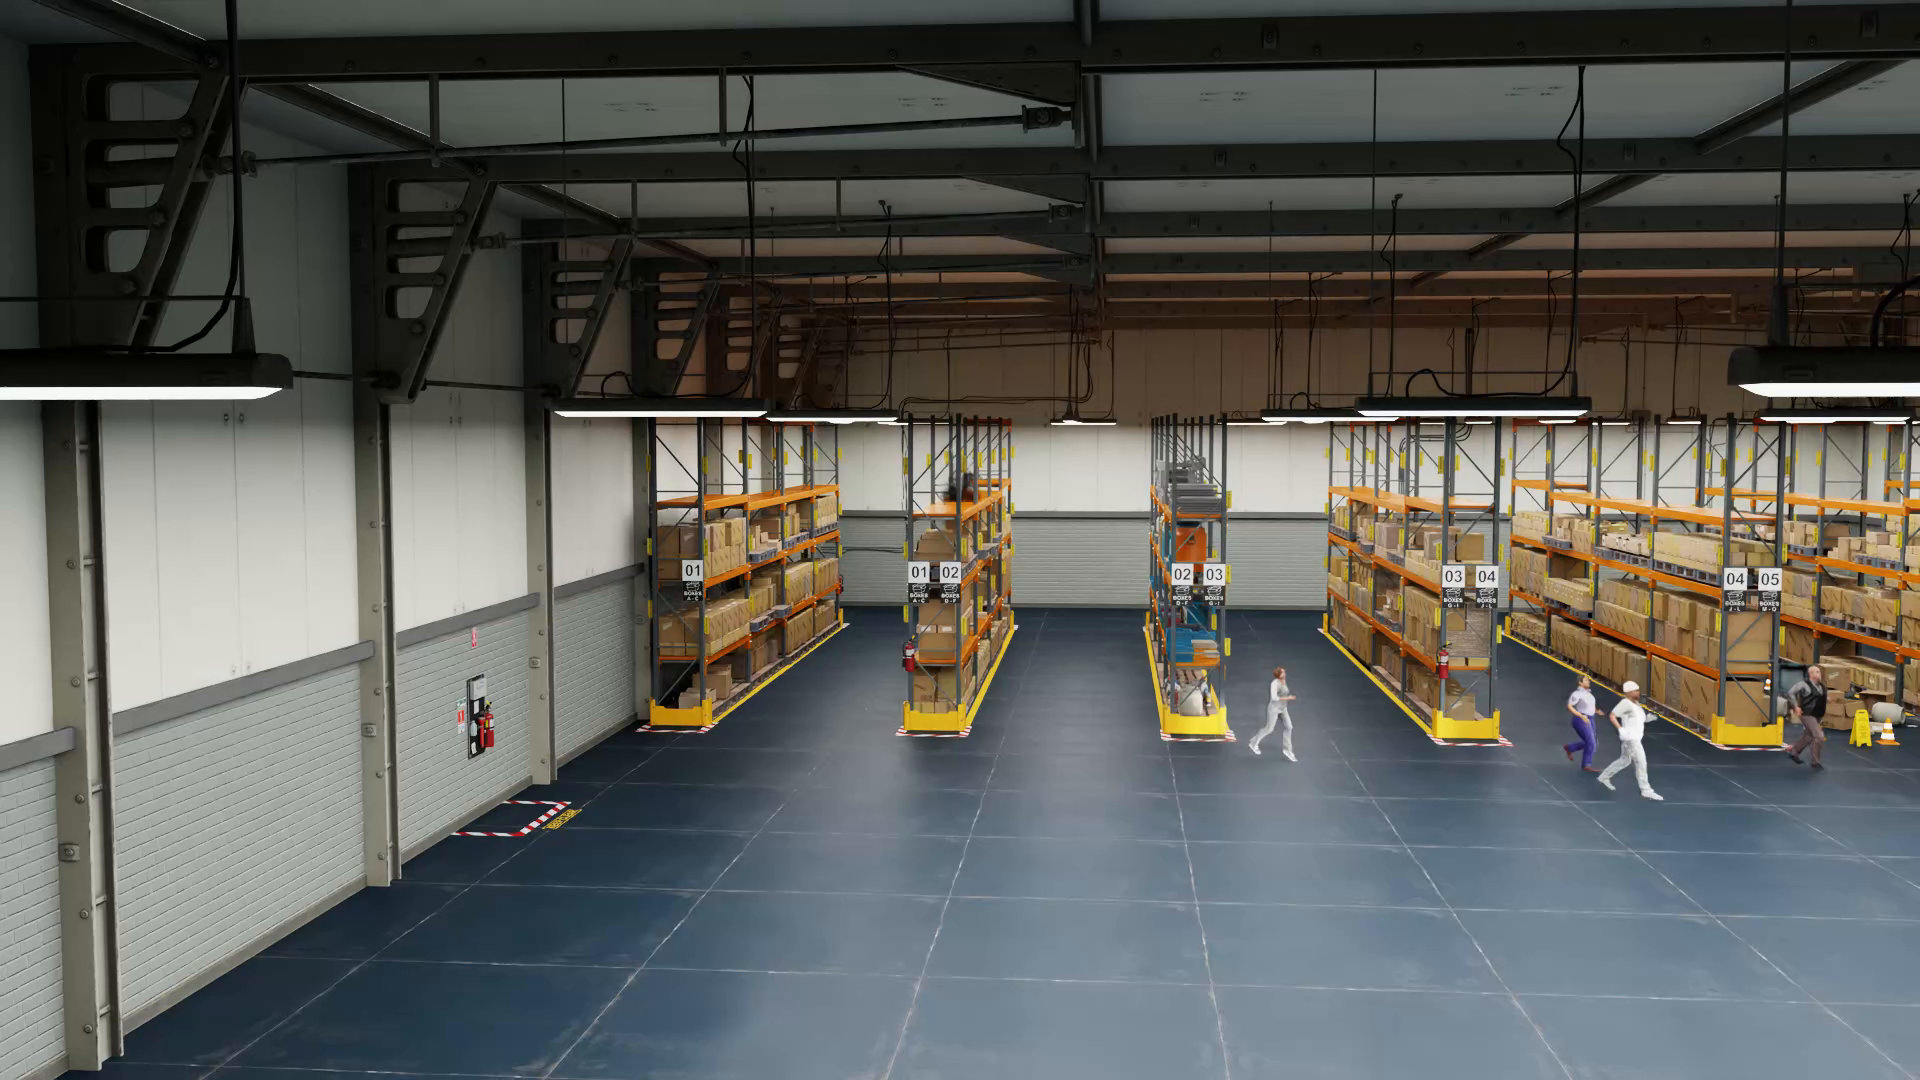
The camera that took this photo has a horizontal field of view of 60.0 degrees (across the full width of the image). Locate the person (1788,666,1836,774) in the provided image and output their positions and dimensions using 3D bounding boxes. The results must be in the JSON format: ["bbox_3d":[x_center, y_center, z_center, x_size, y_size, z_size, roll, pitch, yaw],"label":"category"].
[{"bbox_3d":[14.279,2.992,27.909,0.647,1.767,0.797,-2,4,-30],"label":"person"}]

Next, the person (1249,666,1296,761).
[{"bbox_3d":[5.451,2.984,28.816,0.850,1.629,0.550,3,5,40],"label":"person"}]

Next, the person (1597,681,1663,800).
[{"bbox_3d":[10.374,3.068,25.697,0.986,1.777,0.679,2,4,30],"label":"person"}]

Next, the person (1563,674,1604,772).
[{"bbox_3d":[10.415,3.050,27.870,0.660,1.603,0.638,4,5,44],"label":"person"}]
